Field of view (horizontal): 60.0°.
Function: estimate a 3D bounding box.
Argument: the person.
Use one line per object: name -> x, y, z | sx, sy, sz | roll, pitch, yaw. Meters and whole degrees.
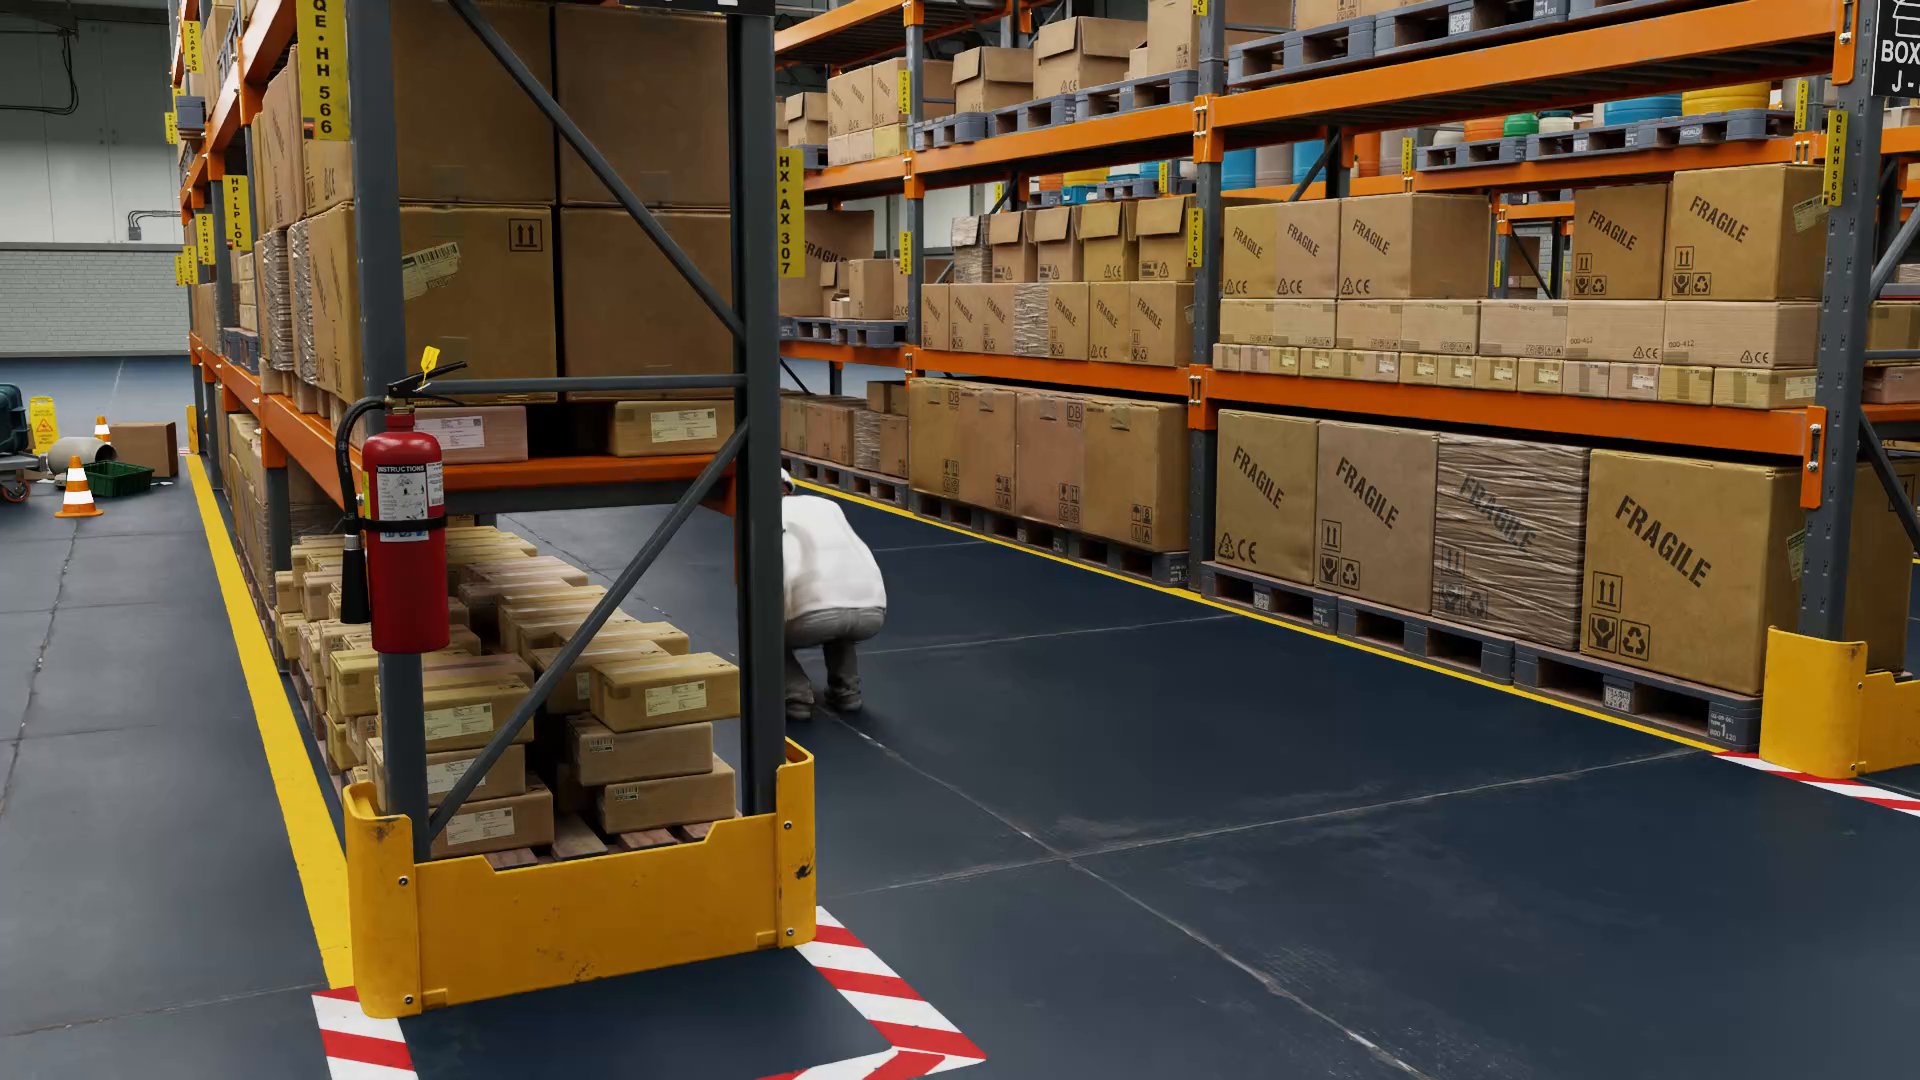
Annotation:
person -> -0.661, 0.202, 7.019 | 0.510, 1.015, 0.872 | -4, 9, -27
